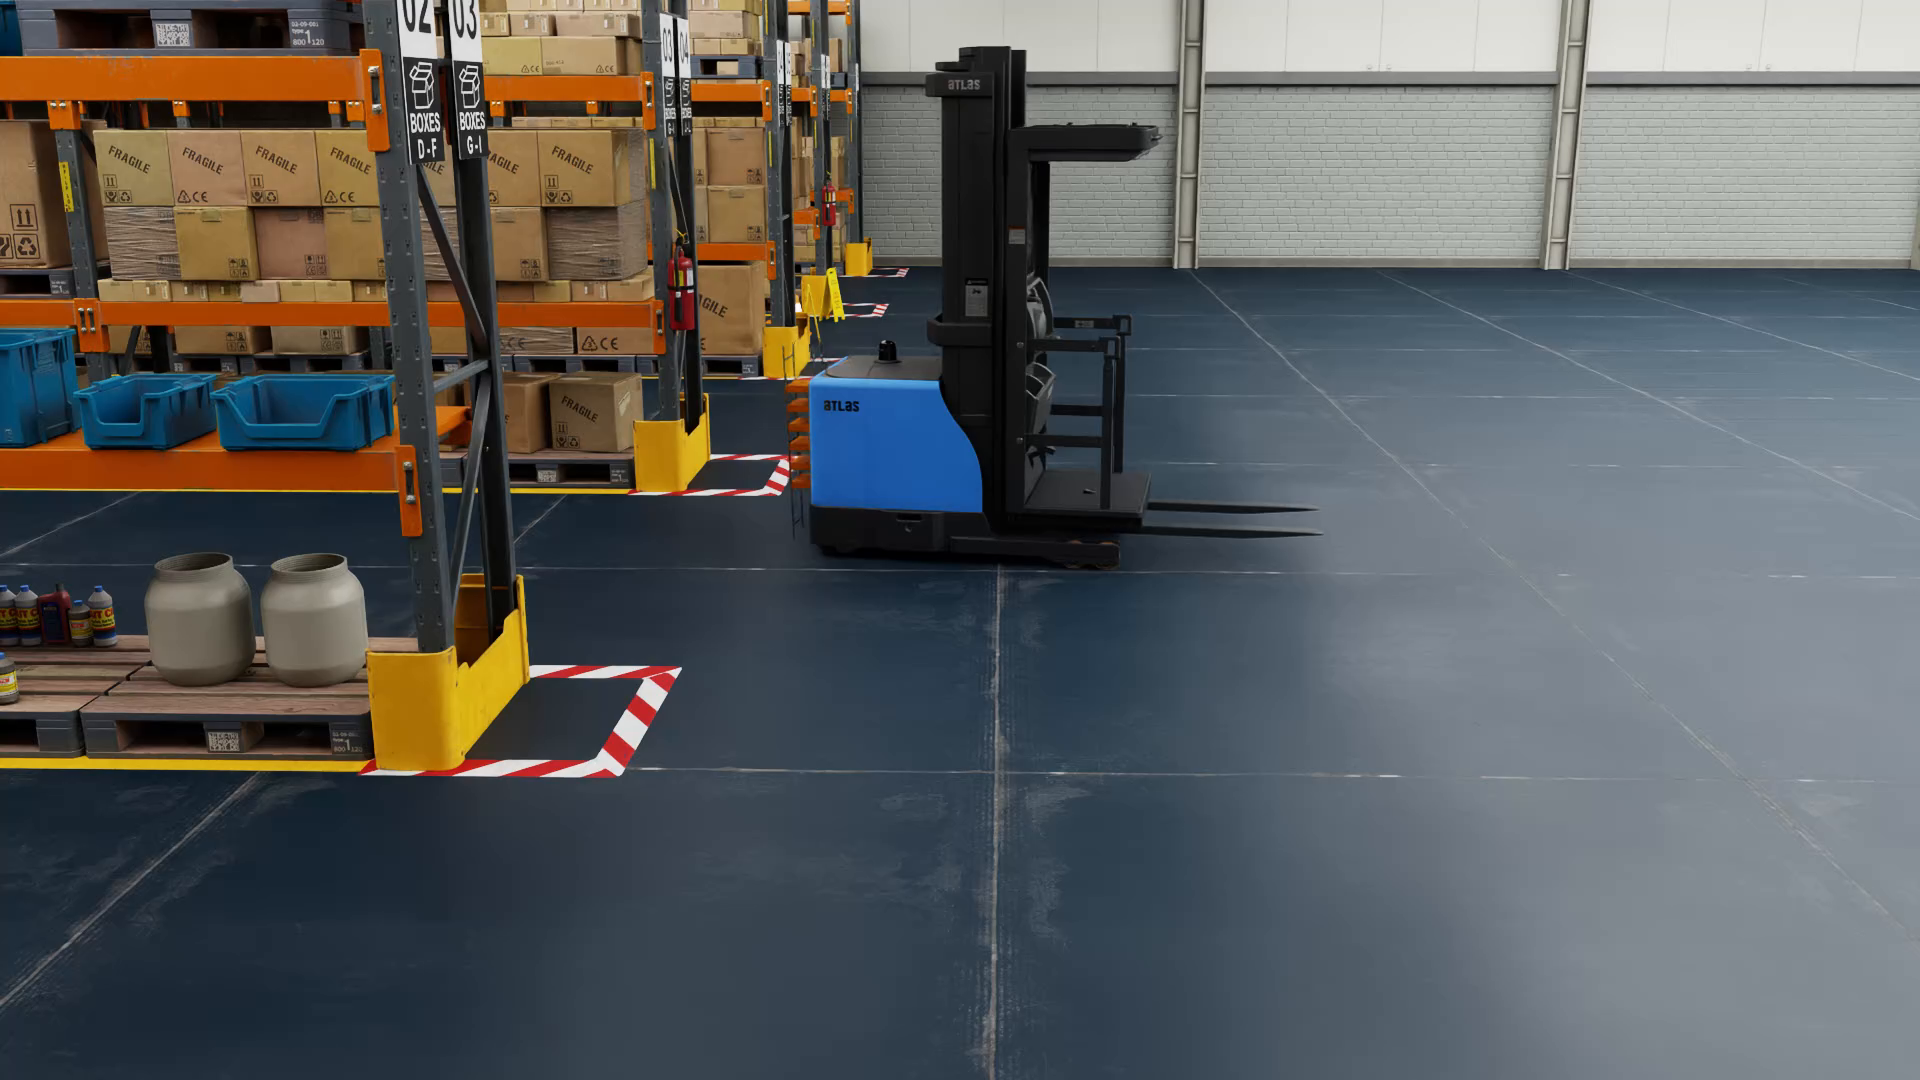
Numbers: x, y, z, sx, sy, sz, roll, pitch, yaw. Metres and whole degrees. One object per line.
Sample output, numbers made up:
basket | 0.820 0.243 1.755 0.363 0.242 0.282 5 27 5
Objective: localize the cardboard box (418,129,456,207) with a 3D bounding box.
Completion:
cardboard box | -3.566 -2.555 11.406 0.500 0.500 0.500 0 15 1

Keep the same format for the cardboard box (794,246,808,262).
cardboard box | -2.609 -4.528 26.190 0.500 0.250 0.500 0 15 1

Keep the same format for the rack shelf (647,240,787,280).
rack shelf | -3.782 -2.863 16.721 4.000 0.370 1.077 0 15 1

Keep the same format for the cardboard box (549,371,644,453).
cardboard box | -2.634 -0.936 12.085 0.500 0.500 0.500 3 15 12

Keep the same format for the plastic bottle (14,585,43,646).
plastic bottle | -4.284 0.343 7.647 0.097 0.271 0.097 0 15 0

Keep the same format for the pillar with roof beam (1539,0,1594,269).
pillar with roof beam | 9.579 -7.686 21.831 0.400 9.000 9.100 0 15 1

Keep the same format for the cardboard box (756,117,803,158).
cardboard box | -2.273 -5.084 20.991 0.500 0.500 0.700 0 15 0

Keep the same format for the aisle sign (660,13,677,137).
aisle sign | -1.956 -3.114 11.165 0.004 0.787 0.394 0 15 1

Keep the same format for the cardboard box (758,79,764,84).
cardboard box | -2.371 -5.714 20.730 0.250 0.149 0.380 0 15 2

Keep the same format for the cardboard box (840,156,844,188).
cardboard box | -2.122 -5.849 26.433 0.500 0.500 0.500 1 15 3

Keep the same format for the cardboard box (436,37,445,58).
cardboard box | -3.510 -3.258 11.222 0.500 0.250 0.500 1 15 3

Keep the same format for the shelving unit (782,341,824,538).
shelving unit | -0.946 -0.622 10.335 0.189 1.200 0.258 1 15 10

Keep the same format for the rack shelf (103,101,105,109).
rack shelf | -15.630 -6.920 26.220 4.000 0.370 1.077 0 15 1

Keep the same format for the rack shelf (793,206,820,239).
rack shelf | -3.757 -4.126 21.509 4.000 0.370 1.077 0 15 1

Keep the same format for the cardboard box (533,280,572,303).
cardboard box | -2.802 -1.752 11.591 0.250 0.149 0.380 0 15 1

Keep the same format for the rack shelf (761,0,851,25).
rack shelf | -3.633 -8.099 25.592 4.000 0.370 1.077 0 15 1

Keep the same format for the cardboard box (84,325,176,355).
cardboard box | -8.299 -2.333 16.891 0.750 0.750 1.050 1 15 2

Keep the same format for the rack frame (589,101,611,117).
rack frame | -5.633 -5.753 26.264 0.127 3.000 1.000 0 15 1

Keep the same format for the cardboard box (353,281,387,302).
cardboard box | -4.051 -1.764 11.637 0.250 0.149 0.380 0 15 1

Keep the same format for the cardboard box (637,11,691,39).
cardboard box | -2.779 -4.906 15.868 0.500 0.250 0.500 0 15 2

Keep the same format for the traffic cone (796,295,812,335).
traffic cone | -1.908 -2.623 19.373 0.334 0.463 0.336 0 15 1

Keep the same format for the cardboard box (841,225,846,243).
cardboard box | -2.099 -4.898 26.611 0.500 0.250 0.500 1 15 2

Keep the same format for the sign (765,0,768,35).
sign | -1.810 -4.900 15.571 0.005 0.325 0.100 0 15 1

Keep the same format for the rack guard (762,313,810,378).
rack guard | -1.759 -1.989 16.899 0.348 0.500 1.175 0 15 1

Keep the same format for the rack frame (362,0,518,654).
rack frame | -2.137 -0.670 7.001 0.127 3.000 1.000 0 15 1

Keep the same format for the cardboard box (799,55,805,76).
cardboard box | -2.253 -6.054 21.236 0.500 0.250 0.500 0 15 0

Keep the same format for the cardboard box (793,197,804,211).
cardboard box | -2.136 -4.287 21.202 0.250 0.149 0.380 1 15 3

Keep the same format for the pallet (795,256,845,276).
pallet | -2.400 -4.373 26.500 1.213 0.211 1.003 0 15 1

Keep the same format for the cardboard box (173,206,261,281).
cardboard box | -5.062 -2.121 11.719 0.500 0.500 0.875 0 15 1

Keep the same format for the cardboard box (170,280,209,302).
cardboard box | -5.302 -1.760 11.625 0.250 0.149 0.380 0 15 1

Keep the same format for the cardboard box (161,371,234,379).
cardboard box | -5.610 -0.941 12.104 0.500 0.500 0.500 0 15 0

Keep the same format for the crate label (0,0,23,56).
crate label | -4.000 -2.145 7.003 0.408 0.251 0.502 0 15 1

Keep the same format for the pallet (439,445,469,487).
pallet | -4.114 -0.609 12.233 1.213 0.211 1.003 0 15 1

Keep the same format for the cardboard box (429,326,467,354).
cardboard box | -5.154 -2.378 16.813 0.875 0.875 0.875 1 15 2

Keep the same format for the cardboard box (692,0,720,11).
cardboard box | -2.378 -5.081 15.749 0.250 0.149 0.380 0 15 2

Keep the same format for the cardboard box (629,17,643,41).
cardboard box | -2.280 -3.565 11.604 0.250 0.149 0.380 0 15 1

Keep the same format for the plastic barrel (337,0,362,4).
plastic barrel | -2.626 -2.502 6.399 0.708 0.830 0.600 0 15 1

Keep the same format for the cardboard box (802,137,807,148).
cardboard box | -2.507 -6.169 25.793 0.250 0.149 0.380 1 15 3

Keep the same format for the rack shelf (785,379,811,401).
rack shelf | -0.956 -0.927 10.256 0.180 0.103 0.258 1 15 10

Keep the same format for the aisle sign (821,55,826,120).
aisle sign | -1.703 -5.643 20.754 0.004 0.787 0.394 0 15 1

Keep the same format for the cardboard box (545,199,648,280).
cardboard box | -2.559 -2.136 11.778 0.500 0.500 0.875 0 15 1

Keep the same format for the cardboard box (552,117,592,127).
cardboard box | -4.812 -5.095 21.034 0.500 0.500 0.700 0 15 2

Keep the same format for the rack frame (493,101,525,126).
rack frame | -5.756 -4.487 21.466 0.127 3.000 1.000 0 15 1

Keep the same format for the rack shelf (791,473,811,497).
rack shelf | -0.938 -0.347 10.406 0.180 0.103 0.258 1 15 10

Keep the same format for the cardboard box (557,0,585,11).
cardboard box | -3.653 -5.089 15.780 0.250 0.149 0.380 0 15 2

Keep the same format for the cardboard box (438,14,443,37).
cardboard box | -3.325 -3.461 11.210 0.250 0.149 0.380 1 15 2

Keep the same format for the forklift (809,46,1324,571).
forklift | 0.661 -1.386 9.846 3.031 2.935 1.130 2 15 9

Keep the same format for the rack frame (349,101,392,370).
rack frame | -5.781 -3.224 16.679 0.127 3.000 1.000 0 15 1

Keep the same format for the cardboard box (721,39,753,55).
cardboard box | -2.124 -4.694 15.844 0.250 0.149 0.380 0 15 1

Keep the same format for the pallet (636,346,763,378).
pallet | -2.584 -1.835 16.880 1.213 0.211 1.003 0 15 1
